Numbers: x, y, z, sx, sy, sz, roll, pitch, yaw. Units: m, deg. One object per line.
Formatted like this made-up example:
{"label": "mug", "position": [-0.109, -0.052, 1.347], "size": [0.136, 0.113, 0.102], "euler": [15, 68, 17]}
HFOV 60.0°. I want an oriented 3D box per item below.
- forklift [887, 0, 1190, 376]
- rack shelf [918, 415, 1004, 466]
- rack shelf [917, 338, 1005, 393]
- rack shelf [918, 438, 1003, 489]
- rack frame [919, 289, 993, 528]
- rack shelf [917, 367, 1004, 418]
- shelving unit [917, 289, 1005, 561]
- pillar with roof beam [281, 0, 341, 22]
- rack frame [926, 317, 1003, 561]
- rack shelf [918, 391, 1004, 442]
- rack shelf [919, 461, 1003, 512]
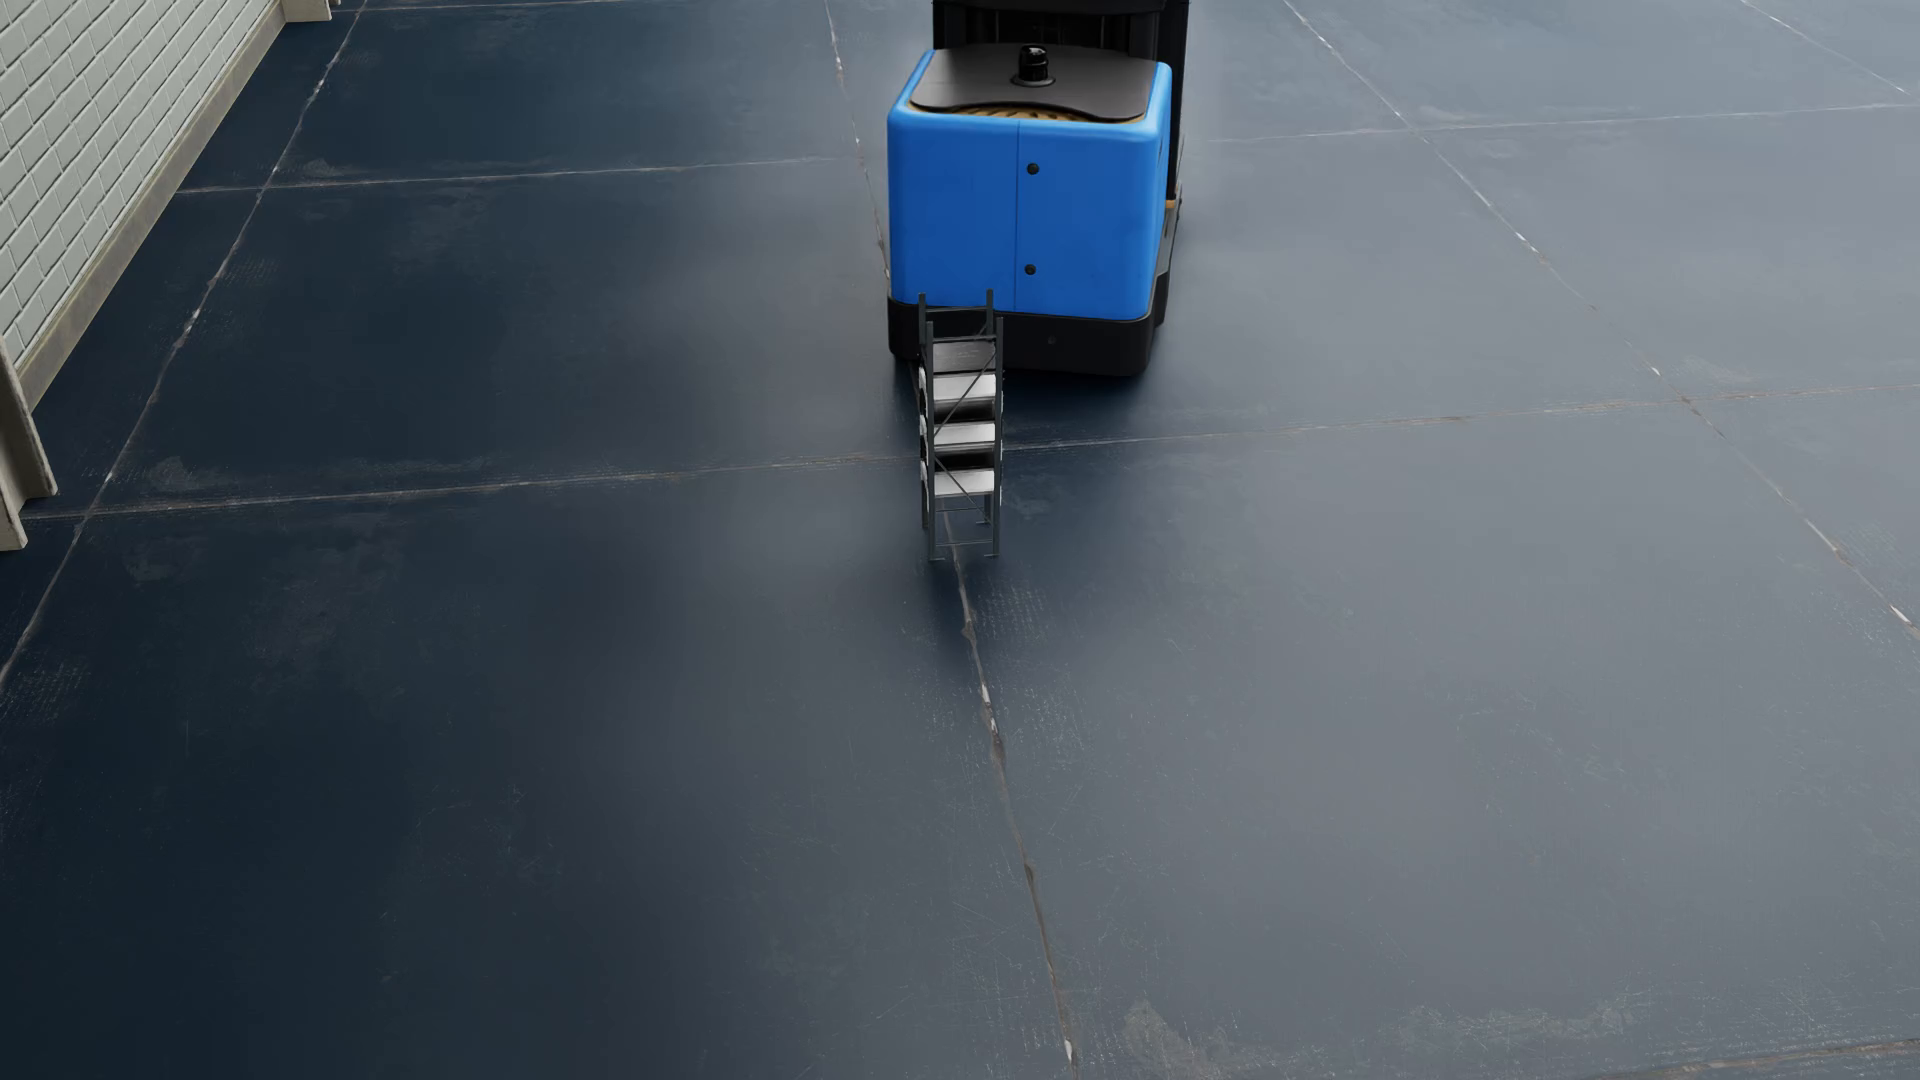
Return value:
{"label": "forklift", "position": [0.468, -2.678, 7.078], "size": [1.130, 2.935, 3.031], "euler": [6, 35, 8]}
{"label": "rack shelf", "position": [0.001, -0.340, 5.509], "size": [0.258, 0.077, 0.200], "euler": [-4, 35, -6]}
{"label": "rack shelf", "position": [0.001, -0.563, 5.357], "size": [0.258, 0.077, 0.200], "euler": [-4, 35, -6]}
{"label": "rack shelf", "position": [0.001, -0.265, 5.559], "size": [0.258, 0.077, 0.200], "euler": [-4, 35, -6]}
{"label": "rack frame", "position": [-0.013, -0.424, 5.573], "size": [0.240, 0.900, 0.006], "euler": [-4, 35, -6]}
{"label": "rack shelf", "position": [0.001, -0.489, 5.407], "size": [0.258, 0.077, 0.200], "euler": [-4, 35, -6]}
{"label": "shelving unit", "position": [0.001, -0.367, 5.490], "size": [0.258, 0.900, 0.210], "euler": [-4, 35, -6]}
{"label": "pillar with roof beam", "position": [0.065, -7.461, 8.707], "size": [9.100, 9.000, 0.400], "euler": [-4, 35, -6]}
{"label": "rack frame", "position": [0.015, -0.311, 5.407], "size": [0.240, 0.900, 0.006], "euler": [-4, 35, -6]}
{"label": "rack shelf", "position": [0.001, -0.414, 5.458], "size": [0.258, 0.077, 0.200], "euler": [-4, 35, -6]}
{"label": "rack shelf", "position": [0.001, -0.191, 5.610], "size": [0.258, 0.077, 0.200], "euler": [-4, 35, -6]}
